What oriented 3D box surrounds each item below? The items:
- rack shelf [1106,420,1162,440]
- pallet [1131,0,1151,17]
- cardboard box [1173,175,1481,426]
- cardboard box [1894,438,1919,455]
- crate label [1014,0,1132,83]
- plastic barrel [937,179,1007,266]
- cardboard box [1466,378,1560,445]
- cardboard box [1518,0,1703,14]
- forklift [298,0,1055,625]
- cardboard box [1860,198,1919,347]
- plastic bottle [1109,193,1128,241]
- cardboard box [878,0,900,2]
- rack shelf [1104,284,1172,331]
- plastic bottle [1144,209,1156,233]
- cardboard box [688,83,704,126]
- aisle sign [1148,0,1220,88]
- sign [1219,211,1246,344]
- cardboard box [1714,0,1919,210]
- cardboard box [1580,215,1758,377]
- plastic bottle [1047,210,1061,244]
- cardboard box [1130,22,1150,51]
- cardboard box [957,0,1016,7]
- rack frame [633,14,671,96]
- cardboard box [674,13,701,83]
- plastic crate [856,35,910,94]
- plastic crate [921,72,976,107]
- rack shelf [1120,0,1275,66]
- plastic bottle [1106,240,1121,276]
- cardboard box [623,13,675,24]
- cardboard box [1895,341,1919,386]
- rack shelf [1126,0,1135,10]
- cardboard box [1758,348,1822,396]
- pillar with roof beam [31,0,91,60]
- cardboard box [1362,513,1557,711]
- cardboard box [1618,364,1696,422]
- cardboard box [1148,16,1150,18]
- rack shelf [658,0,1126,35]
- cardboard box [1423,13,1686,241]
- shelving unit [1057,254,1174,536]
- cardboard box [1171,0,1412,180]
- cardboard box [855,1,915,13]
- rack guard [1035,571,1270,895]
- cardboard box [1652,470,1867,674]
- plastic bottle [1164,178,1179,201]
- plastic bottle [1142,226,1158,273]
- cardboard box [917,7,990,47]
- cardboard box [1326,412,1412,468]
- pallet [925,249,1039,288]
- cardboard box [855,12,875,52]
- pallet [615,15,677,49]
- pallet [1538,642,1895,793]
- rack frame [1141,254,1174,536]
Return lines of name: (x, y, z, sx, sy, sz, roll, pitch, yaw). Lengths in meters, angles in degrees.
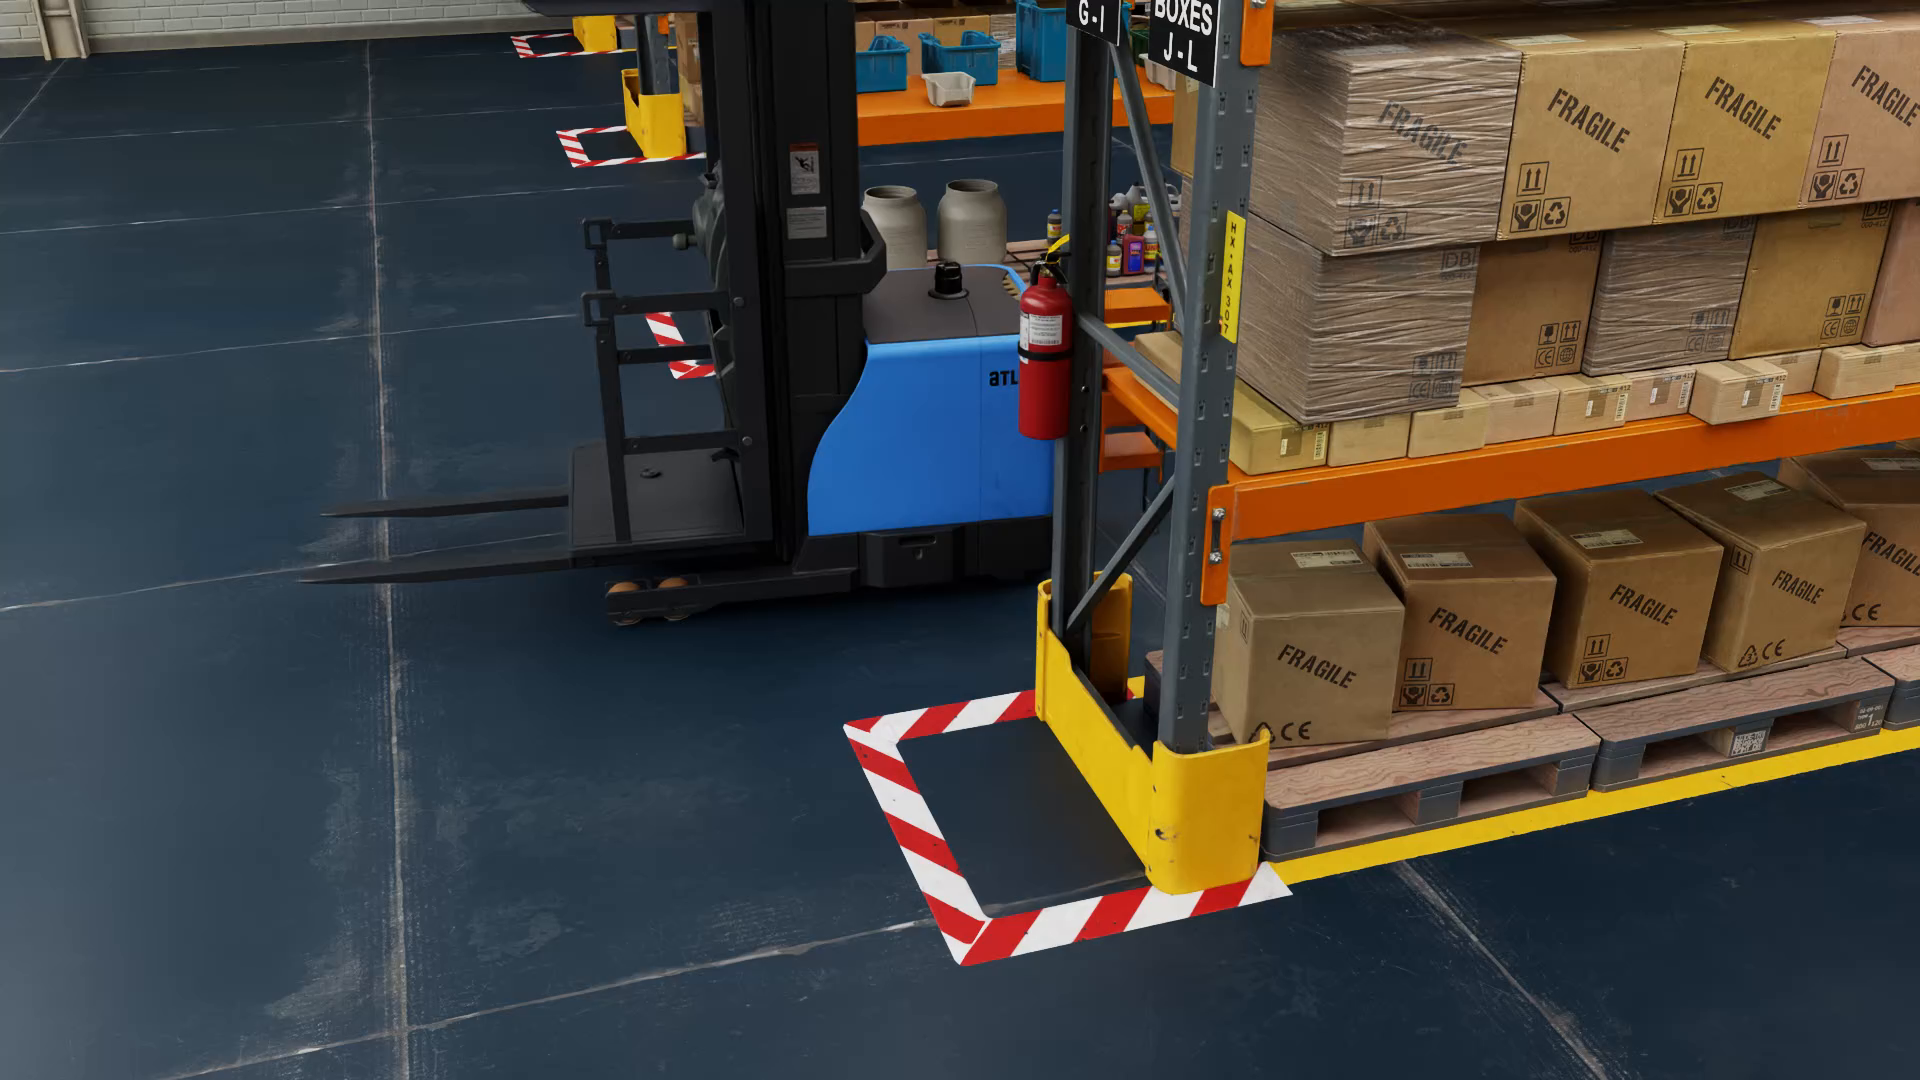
rack shelf: (0.609, -0.526, 7.112, 0.480, 0.148, 0.258, -5, 27, -10)
pallet: (1.630, -6.376, 19.857, 1.213, 0.211, 1.003, -8, 28, -16)
cardboard box: (1.058, -0.756, 4.953, 0.500, 0.500, 0.875, -8, 28, -16)
cardboard box: (3.937, -0.095, 6.408, 0.500, 0.500, 0.500, -9, 28, -18)
crate label: (0.659, -2.992, 9.864, 0.616, 0.435, 0.502, -8, 28, -16)
plastic barrel: (0.071, -1.874, 9.977, 0.421, 0.512, 0.421, 0, 26, 0)
cardboard box: (1.588, -0.438, 5.041, 0.250, 0.149, 0.380, -8, 28, -16)
cardboard box: (1.923, -1.459, 5.245, 0.500, 0.500, 0.500, -8, 28, -16)
forklift: (-1.142, -1.232, 6.436, 3.031, 2.935, 1.130, -5, 27, -10)
cardboard box: (2.952, -1.042, 5.528, 0.500, 0.500, 0.875, -8, 28, -16)
plastic bottle: (0.983, -2.066, 10.606, 0.135, 0.276, 0.152, -9, 28, -18)
cardboard box: (-0.771, -6.190, 19.036, 0.250, 0.166, 0.380, -12, 29, -23)
rack shelf: (0.609, -0.939, 6.908, 0.480, 0.148, 0.258, -5, 27, -10)
plastic bottle: (1.218, -2.012, 10.582, 0.097, 0.201, 0.097, 0, 26, 0)
cardboard box: (-1.959, -3.640, 13.828, 0.500, 0.250, 0.500, -8, 28, -16)
aisle sign: (0.560, -1.543, 4.062, 0.004, 0.787, 0.394, -8, 28, -16)
sign: (0.694, -0.673, 4.258, 0.005, 0.325, 0.100, -8, 28, -16)
cardboard box: (2.560, -1.307, 4.939, 0.500, 0.500, 0.500, -8, 28, -16)
cardboard box: (1.985, -0.927, 5.296, 0.500, 0.500, 0.875, -8, 28, -16)
plastic bottle: (0.603, -1.990, 10.538, 0.097, 0.201, 0.097, 0, 26, 0)
cardboard box: (1.736, -4.413, 14.756, 0.500, 0.311, 0.500, -8, 28, -16)
cardboard box: (0.255, -4.543, 14.804, 0.500, 0.500, 0.500, -8, 28, -16)
rack frame: (-2.538, -4.703, 13.350, 0.127, 3.000, 1.000, -8, 28, -16)
cardboard box: (-2.120, -4.195, 14.104, 0.500, 0.500, 0.500, -8, 28, -16)
plastic crate: (-0.624, -2.737, 9.557, 0.616, 0.251, 0.499, -8, 28, -16)
plastic crate: (-0.057, -2.477, 9.164, 0.250, 0.136, 0.298, -8, 28, -16)
rack shelf: (2.428, -1.811, 4.960, 4.000, 0.370, 1.077, -8, 28, -16)
plastic bottle: (0.911, -1.684, 9.921, 0.097, 0.201, 0.097, 0, 26, 0)
cardboard box: (-3.390, -5.847, 18.184, 0.500, 0.311, 0.500, -12, 29, -22)
cardboard box: (3.012, -0.647, 5.463, 0.250, 0.149, 0.380, -8, 28, -16)
rack shelf: (3.167, -5.207, 15.175, 4.000, 0.370, 1.077, -8, 28, -16)
cardboard box: (2.524, -0.596, 5.360, 0.250, 0.149, 0.380, -8, 28, -16)
pillar with roof beam: (-8.050, -7.300, 11.834, 0.400, 9.000, 9.100, -8, 28, -16)
cardboard box: (1.683, 0.242, 5.729, 0.500, 0.500, 0.500, -1, 26, -3)
cardboard box: (2.058, -0.515, 5.197, 0.250, 0.149, 0.380, -8, 28, -16)
cardboard box: (2.055, -4.713, 15.359, 0.500, 0.311, 0.500, -7, 27, -15)
rack shelf: (-0.636, -4.656, 14.065, 4.000, 0.370, 1.077, -8, 28, -16)
cardboard box: (1.611, -1.166, 4.655, 0.500, 0.500, 0.500, -8, 28, -16)
shelving unit: (0.609, -0.587, 7.082, 0.503, 1.200, 0.258, -5, 27, -10)
cardboard box: (0.973, -1.320, 4.965, 0.500, 0.500, 0.500, -8, 28, -16)
cardboard box: (-0.698, -4.407, 14.531, 0.500, 0.500, 0.500, -8, 28, -16)
rack guard: (0.599, 0.595, 5.489, 0.348, 0.500, 1.175, -8, 28, -16)
cardboard box: (2.829, 0.105, 6.003, 0.500, 0.500, 0.500, -11, 28, -21)
plastic bottle: (1.316, -2.150, 10.691, 0.185, 0.351, 0.144, -8, 28, -17)
plastic bottle: (1.139, -1.748, 9.972, 0.097, 0.271, 0.097, 0, 26, 0)
cardboard box: (-0.061, -4.256, 14.226, 0.500, 0.500, 0.500, -8, 28, -16)
cardboard box: (1.115, -0.366, 4.897, 0.250, 0.149, 0.380, -8, 28, -16)
pallet: (-0.176, -1.499, 10.033, 1.213, 0.211, 1.003, -8, 28, -16)
cardboard box: (-1.013, -4.119, 13.951, 0.500, 0.500, 0.500, -8, 28, -16)
pallet: (-3.220, -5.656, 18.405, 1.213, 0.211, 1.003, -8, 28, -16)
pallet: (2.540, 0.461, 6.084, 1.213, 0.211, 1.003, -8, 28, -16)
rack frame: (0.848, -0.608, 7.126, 0.015, 1.200, 0.240, -5, 27, -10)
